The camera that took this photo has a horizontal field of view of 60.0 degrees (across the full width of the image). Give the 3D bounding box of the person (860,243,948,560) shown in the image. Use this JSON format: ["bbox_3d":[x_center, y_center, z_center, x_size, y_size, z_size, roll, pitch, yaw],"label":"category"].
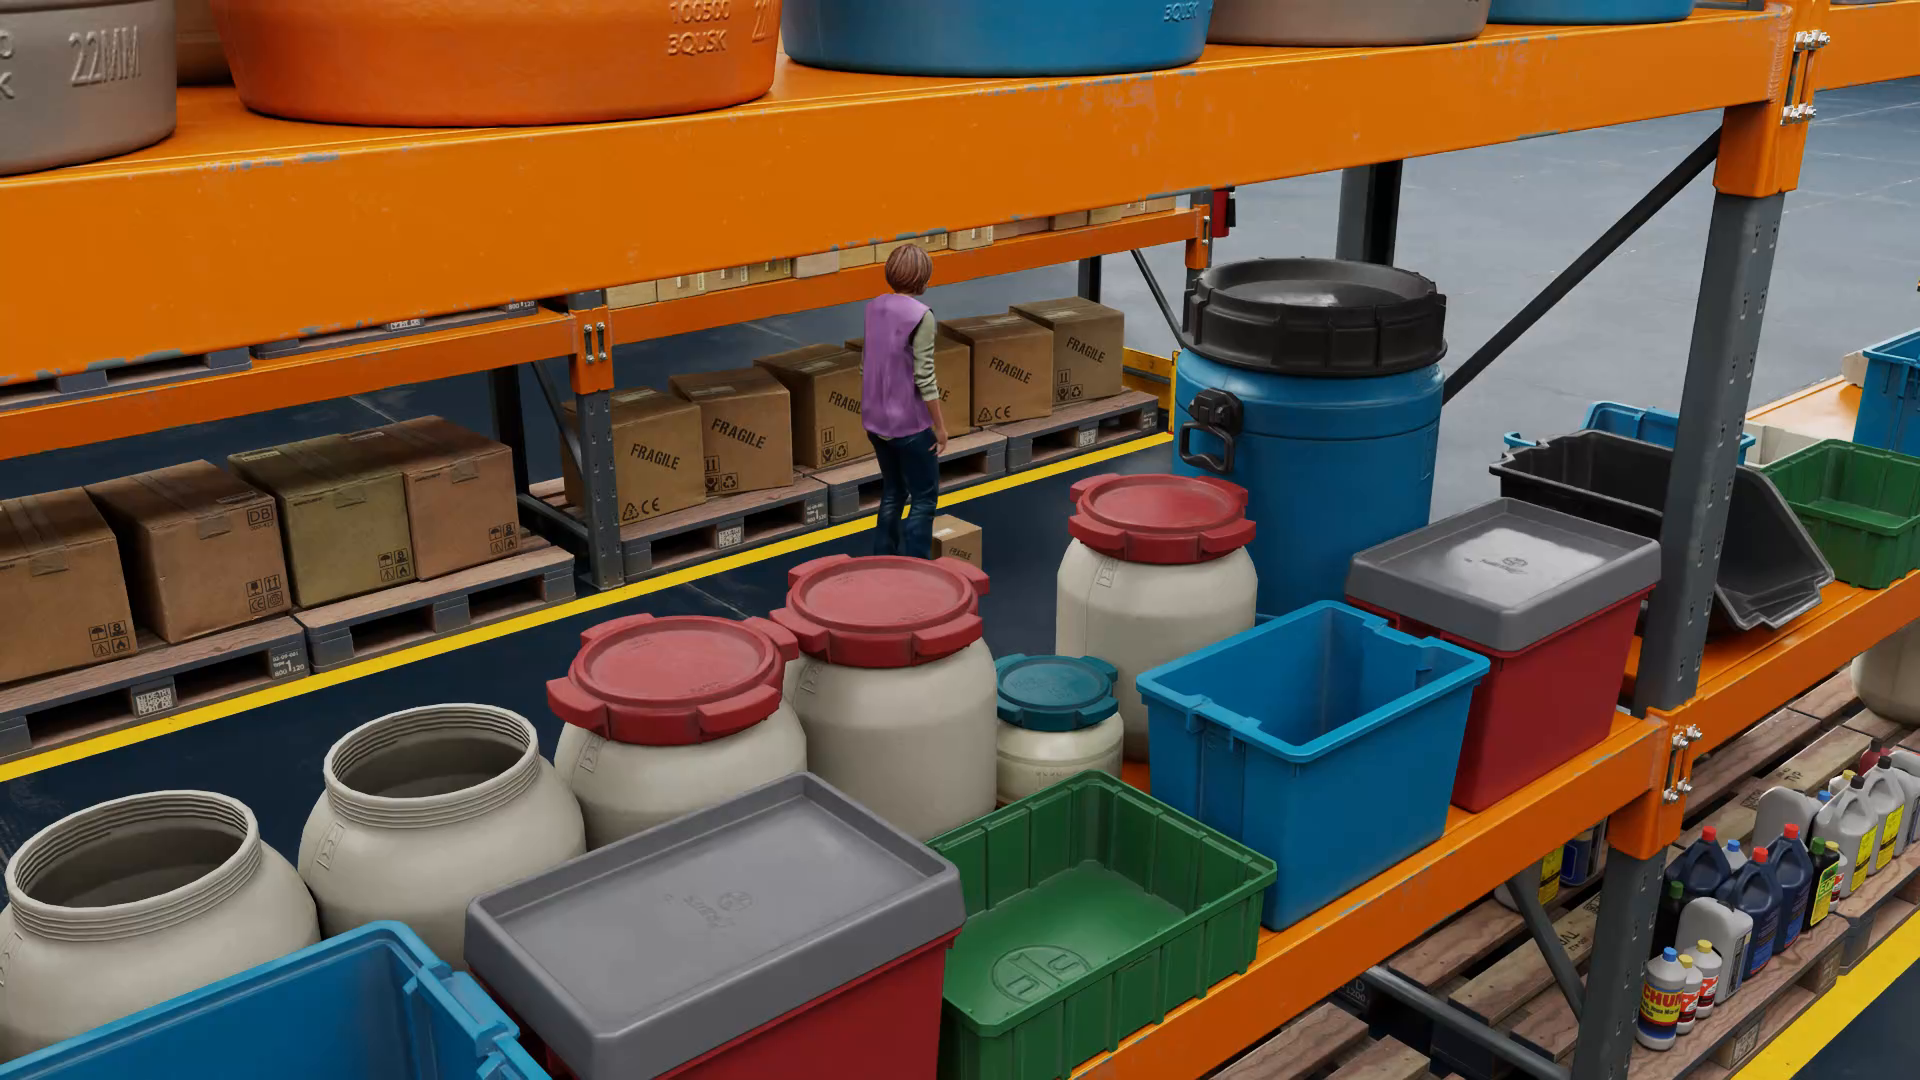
[{"bbox_3d":[-0.250,-0.514,7.417,0.341,1.593,0.485,-19,28,-40],"label":"person"}]
